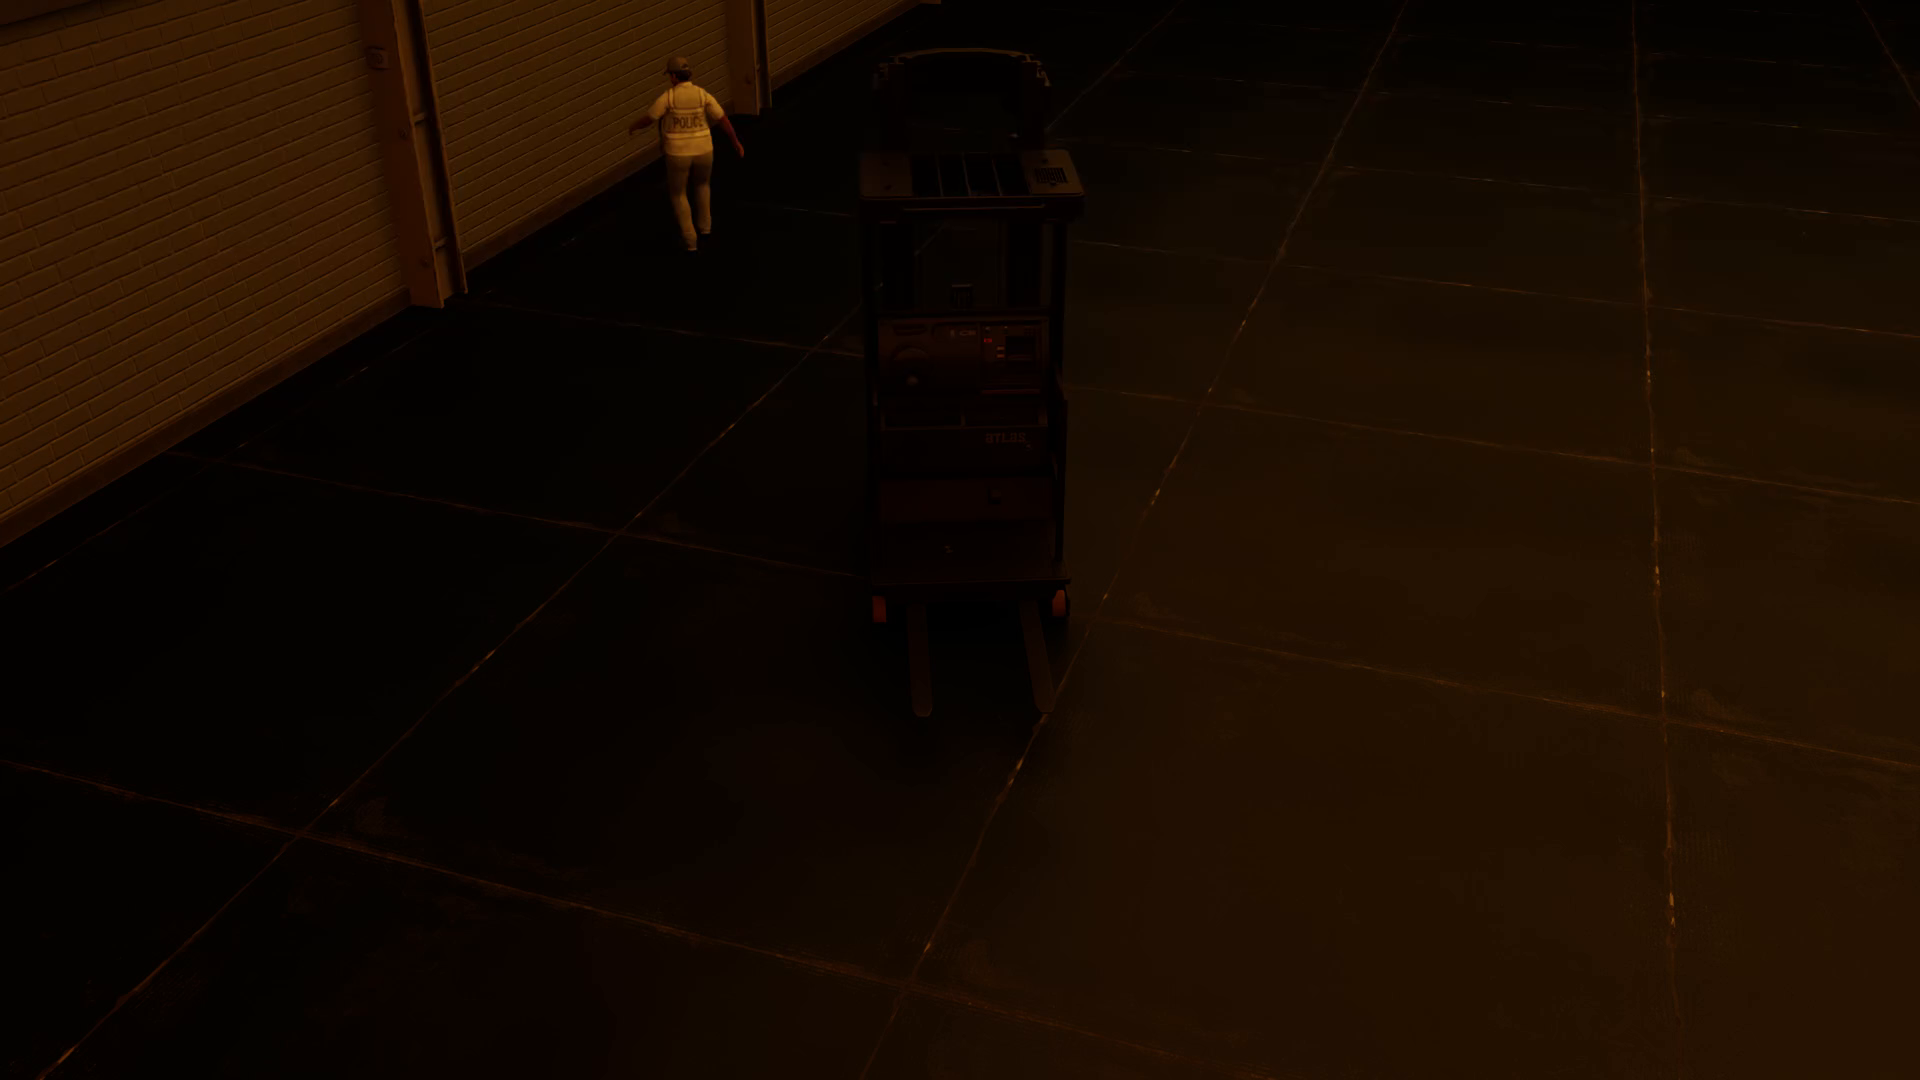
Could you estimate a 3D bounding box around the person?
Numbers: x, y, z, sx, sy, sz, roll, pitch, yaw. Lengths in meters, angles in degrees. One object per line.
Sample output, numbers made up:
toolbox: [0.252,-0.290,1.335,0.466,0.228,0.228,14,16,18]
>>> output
person: [-2.347,-3.352,14.375,0.924,1.675,0.629,-11,32,-19]

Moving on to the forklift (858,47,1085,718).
forklift: [0.035,-0.972,8.842,1.130,2.935,3.031,-2,30,-3]
